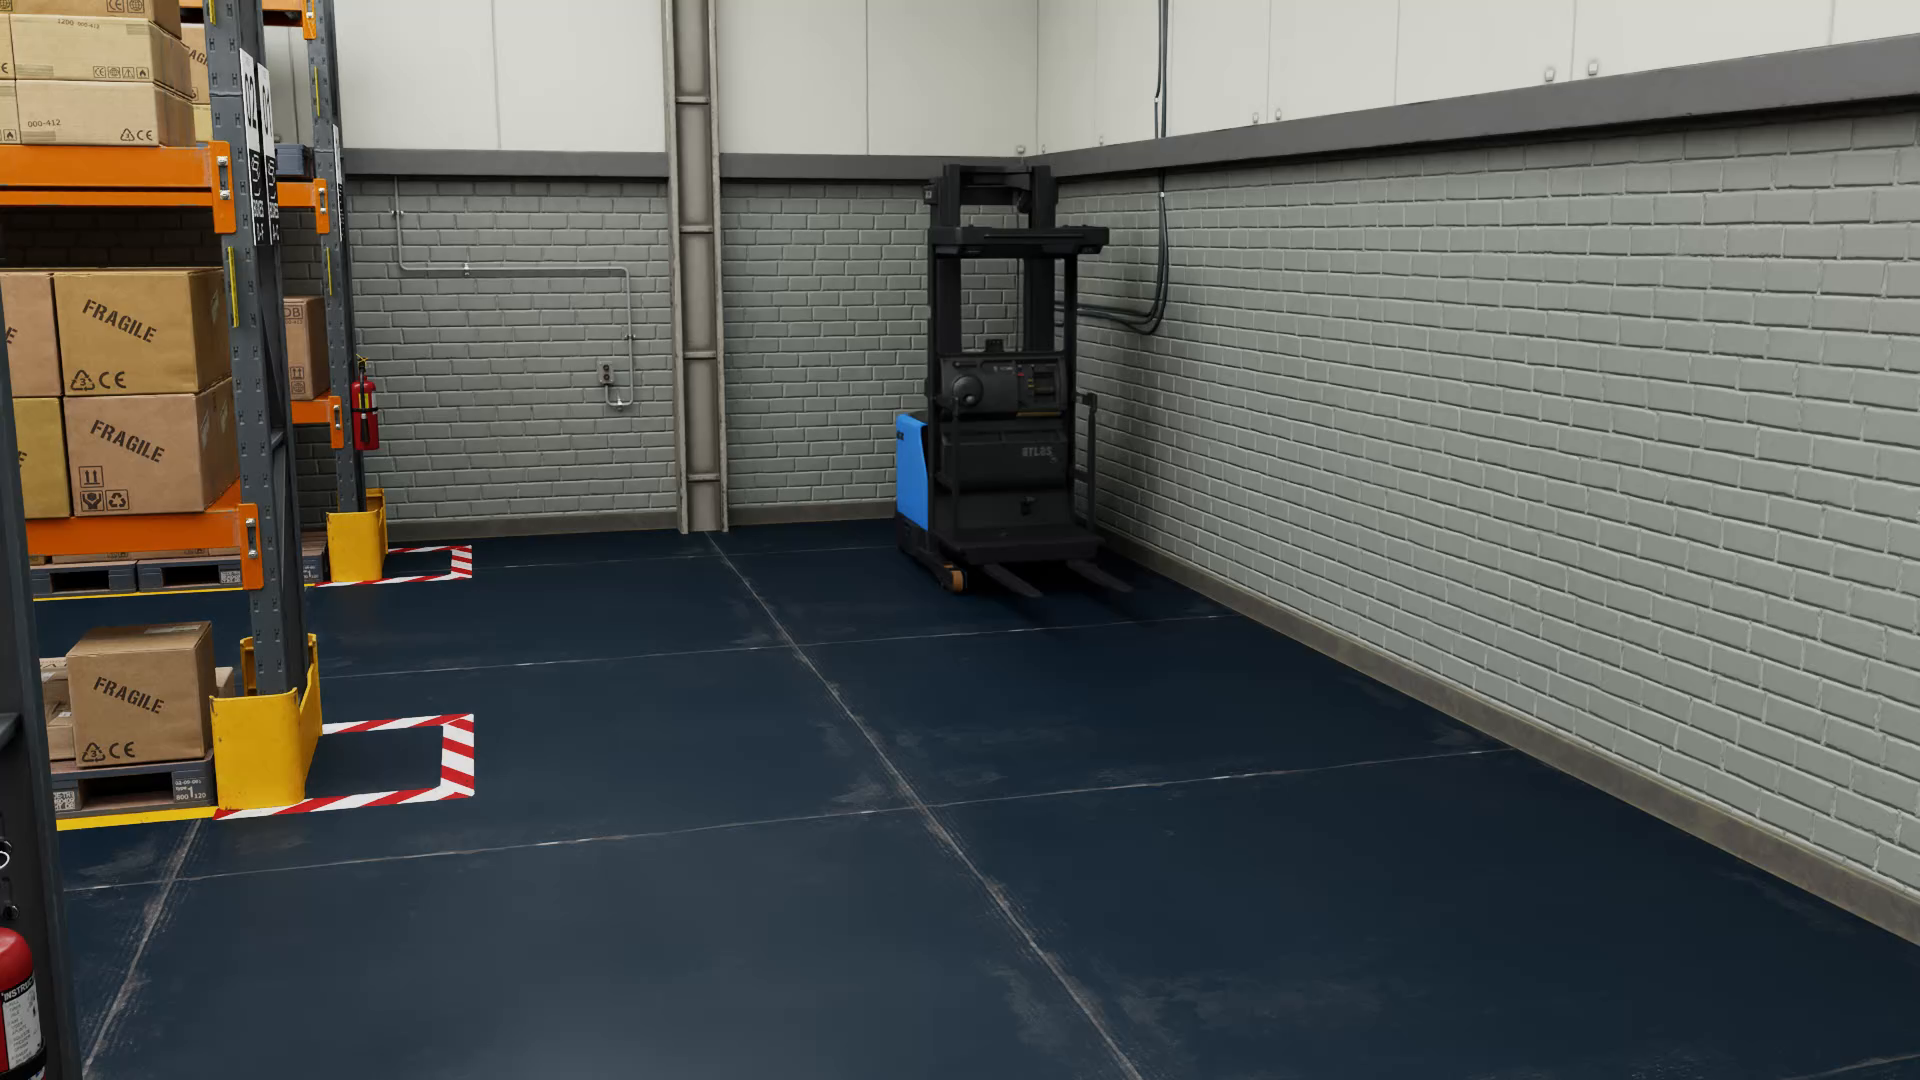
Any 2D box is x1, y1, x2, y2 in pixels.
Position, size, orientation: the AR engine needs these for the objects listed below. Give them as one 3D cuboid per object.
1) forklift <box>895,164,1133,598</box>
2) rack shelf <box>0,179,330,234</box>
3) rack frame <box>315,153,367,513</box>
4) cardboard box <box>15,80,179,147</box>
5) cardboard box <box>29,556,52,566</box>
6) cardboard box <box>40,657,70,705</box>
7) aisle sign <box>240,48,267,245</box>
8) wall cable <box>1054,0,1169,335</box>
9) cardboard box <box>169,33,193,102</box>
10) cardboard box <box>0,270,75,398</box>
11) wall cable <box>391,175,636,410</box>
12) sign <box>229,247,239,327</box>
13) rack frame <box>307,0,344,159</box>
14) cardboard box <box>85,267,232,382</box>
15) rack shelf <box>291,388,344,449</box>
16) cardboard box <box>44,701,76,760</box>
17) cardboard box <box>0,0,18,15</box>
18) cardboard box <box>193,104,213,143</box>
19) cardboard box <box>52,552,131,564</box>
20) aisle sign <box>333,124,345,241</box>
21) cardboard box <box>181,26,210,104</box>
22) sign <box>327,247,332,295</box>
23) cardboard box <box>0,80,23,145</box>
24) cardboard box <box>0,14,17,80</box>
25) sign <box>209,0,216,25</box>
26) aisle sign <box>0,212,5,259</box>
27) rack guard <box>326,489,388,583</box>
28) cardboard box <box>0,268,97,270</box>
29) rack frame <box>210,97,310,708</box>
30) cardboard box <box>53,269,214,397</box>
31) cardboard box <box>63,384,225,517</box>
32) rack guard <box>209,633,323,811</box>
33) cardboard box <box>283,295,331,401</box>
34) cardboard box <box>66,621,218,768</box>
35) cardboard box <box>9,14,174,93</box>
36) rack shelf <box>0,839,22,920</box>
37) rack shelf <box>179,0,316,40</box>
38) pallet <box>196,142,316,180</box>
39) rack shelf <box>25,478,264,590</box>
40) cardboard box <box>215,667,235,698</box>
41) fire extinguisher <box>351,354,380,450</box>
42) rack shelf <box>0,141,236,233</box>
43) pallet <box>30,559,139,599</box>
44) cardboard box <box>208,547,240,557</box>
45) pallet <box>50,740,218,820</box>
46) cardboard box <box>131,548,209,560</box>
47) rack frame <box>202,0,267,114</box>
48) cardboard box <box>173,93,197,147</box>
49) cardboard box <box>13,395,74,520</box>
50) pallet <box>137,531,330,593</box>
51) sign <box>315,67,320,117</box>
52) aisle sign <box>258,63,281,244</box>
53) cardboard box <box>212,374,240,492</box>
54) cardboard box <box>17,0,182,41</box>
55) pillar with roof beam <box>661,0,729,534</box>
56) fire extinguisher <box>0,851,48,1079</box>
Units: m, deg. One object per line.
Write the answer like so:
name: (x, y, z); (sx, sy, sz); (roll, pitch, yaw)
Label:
forklift: (0.373, -1.148, 11.686); (1.130, 2.935, 3.031); (-3, 11, -15)
rack shelf: (-6.438, -2.297, 11.439); (4.000, 0.370, 1.077); (-3, 11, -16)
rack frame: (-4.518, -1.276, 12.195); (0.127, 3.000, 1.000); (-3, 11, -16)
cardboard box: (-3.549, -1.745, 6.870); (0.500, 0.250, 0.500); (-3, 11, -16)
cardboard box: (-6.635, -0.122, 11.666); (0.500, 0.500, 0.700); (-3, 11, -15)
cardboard box: (-4.211, 0.724, 7.708); (0.500, 0.250, 0.500); (-3, 11, -16)
aisle sign: (-2.978, -1.644, 7.012); (0.004, 0.787, 0.394); (-3, 11, -16)
wall cable: (1.013, -2.924, 13.150); (0.112, 2.526, 3.097); (-3, 11, -16)
cardboard box: (-3.696, -2.082, 7.320); (0.500, 0.250, 0.500); (-3, 11, -16)
cardboard box: (-3.965, -0.860, 6.897); (0.500, 0.500, 0.500); (-3, 11, -14)
wall cable: (-3.553, -2.005, 13.348); (1.851, 1.984, 0.084); (-3, 11, -16)
sign: (-2.994, -1.043, 6.855); (0.005, 0.325, 0.100); (-3, 11, -16)
rack frame: (-4.518, -4.227, 11.652); (0.127, 3.000, 1.000); (-3, 11, -16)
cardboard box: (-3.629, -0.980, 7.546); (0.500, 0.500, 0.500); (-3, 11, -14)
rack shelf: (-6.438, -0.821, 11.710); (4.000, 0.370, 1.077); (-3, 11, -16)
cardboard box: (-3.997, 0.837, 7.327); (0.250, 0.166, 0.380); (-3, 11, -16)
cardboard box: (-4.122, -2.392, 6.933); (0.500, 0.500, 0.700); (-3, 11, -16)
cardboard box: (-5.147, -2.850, 11.438); (0.500, 0.250, 0.500); (-3, 11, -14)
cardboard box: (-6.125, -0.150, 11.820); (0.500, 0.500, 0.700); (-3, 11, -18)
aisle sign: (-4.365, -2.506, 11.696); (0.004, 0.787, 0.394); (-3, 11, -16)
cardboard box: (-5.144, -3.218, 11.363); (0.500, 0.500, 0.500); (-3, 11, -16)
sign: (-4.379, -1.867, 11.552); (0.005, 0.325, 0.100); (-3, 11, -16)
cardboard box: (-4.032, -1.722, 6.743); (0.500, 0.250, 0.500); (-3, 11, -16)
cardboard box: (-4.032, -1.967, 6.695); (0.500, 0.250, 0.500); (-3, 11, -16)
sign: (-2.994, -2.229, 6.637); (0.005, 0.325, 0.100); (-3, 11, -16)
aisle sign: (-1.763, -0.888, 2.905); (0.004, 0.787, 0.394); (-3, 11, -16)
rack guard: (-4.495, -0.048, 12.428); (0.348, 0.500, 1.175); (-3, 11, -16)
cardboard box: (-4.129, -0.952, 7.395); (0.500, 0.500, 0.500); (-3, 11, -15)
rack frame: (-3.130, -0.415, 7.518); (0.127, 3.000, 1.000); (-3, 11, -16)
cardboard box: (-3.480, -0.886, 7.037); (0.500, 0.500, 0.500); (-3, 11, -16)
cardboard box: (-3.484, -0.395, 7.129); (0.500, 0.500, 0.500); (-3, 11, -14)
rack guard: (-3.203, 0.818, 7.724); (0.348, 0.500, 1.175); (-3, 11, -16)
cardboard box: (-5.005, -1.396, 12.018); (0.700, 0.700, 0.980); (-3, 11, -13)
cardboard box: (-3.583, 0.668, 7.323); (0.500, 0.500, 0.500); (-3, 11, -16)
cardboard box: (-3.552, -1.992, 6.833); (0.500, 0.250, 0.500); (-3, 11, -16)
rack shelf: (-3.669, 0.901, 2.355); (4.000, 0.370, 1.077); (-3, 11, -16)
rack shelf: (-6.438, -3.575, 11.203); (4.000, 0.370, 1.077); (-3, 11, -16)
pallet: (-5.227, -2.669, 11.718); (1.213, 0.211, 1.003); (-3, 11, -16)
rack shelf: (-5.050, 0.040, 7.034); (4.000, 0.370, 1.077); (-3, 11, -16)
cardboard box: (-3.628, 0.732, 7.946); (0.250, 0.149, 0.380); (-3, 11, -16)
fire extinguisher: (-4.244, -0.982, 11.841); (0.183, 0.674, 0.296); (-3, 11, -16)
rack shelf: (-5.050, -1.436, 6.762); (4.000, 0.370, 1.077); (-3, 11, -16)
pallet: (-6.433, 0.210, 11.822); (1.213, 0.211, 1.003); (-3, 11, -16)
cardboard box: (-5.162, -0.201, 12.096); (0.500, 0.500, 0.700); (-3, 11, -16)
pallet: (-3.968, 1.000, 7.530); (1.213, 0.211, 1.003); (-3, 11, -16)
cardboard box: (-5.642, -0.175, 11.959); (0.500, 0.500, 0.700); (-3, 11, -16)
rack frame: (-3.130, -3.366, 6.975); (0.127, 3.000, 1.000); (-3, 11, -16)
cardboard box: (-3.694, -1.835, 7.359); (0.500, 0.250, 0.500); (-3, 11, -16)
cardboard box: (-3.981, -0.368, 6.983); (0.500, 0.500, 0.500); (-3, 11, -15)
pallet: (-5.264, 0.149, 12.154); (1.213, 0.211, 1.003); (-3, 11, -16)
sign: (-4.379, -3.053, 11.334); (0.005, 0.325, 0.100); (-3, 11, -16)
aisle sign: (-3.146, -1.748, 7.579); (0.004, 0.787, 0.394); (-3, 11, -16)
cardboard box: (-3.629, -0.488, 7.636); (0.500, 0.500, 0.500); (-3, 11, -15)
cardboard box: (-3.618, -2.403, 6.991); (0.500, 0.500, 0.700); (-3, 11, -16)
pillar with roof beam: (-0.964, -3.765, 9.146); (0.400, 9.000, 9.100); (-3, 11, -16)
fire extinguisher: (-1.477, 0.739, 2.493); (0.183, 0.674, 0.296); (-3, 11, -16)
